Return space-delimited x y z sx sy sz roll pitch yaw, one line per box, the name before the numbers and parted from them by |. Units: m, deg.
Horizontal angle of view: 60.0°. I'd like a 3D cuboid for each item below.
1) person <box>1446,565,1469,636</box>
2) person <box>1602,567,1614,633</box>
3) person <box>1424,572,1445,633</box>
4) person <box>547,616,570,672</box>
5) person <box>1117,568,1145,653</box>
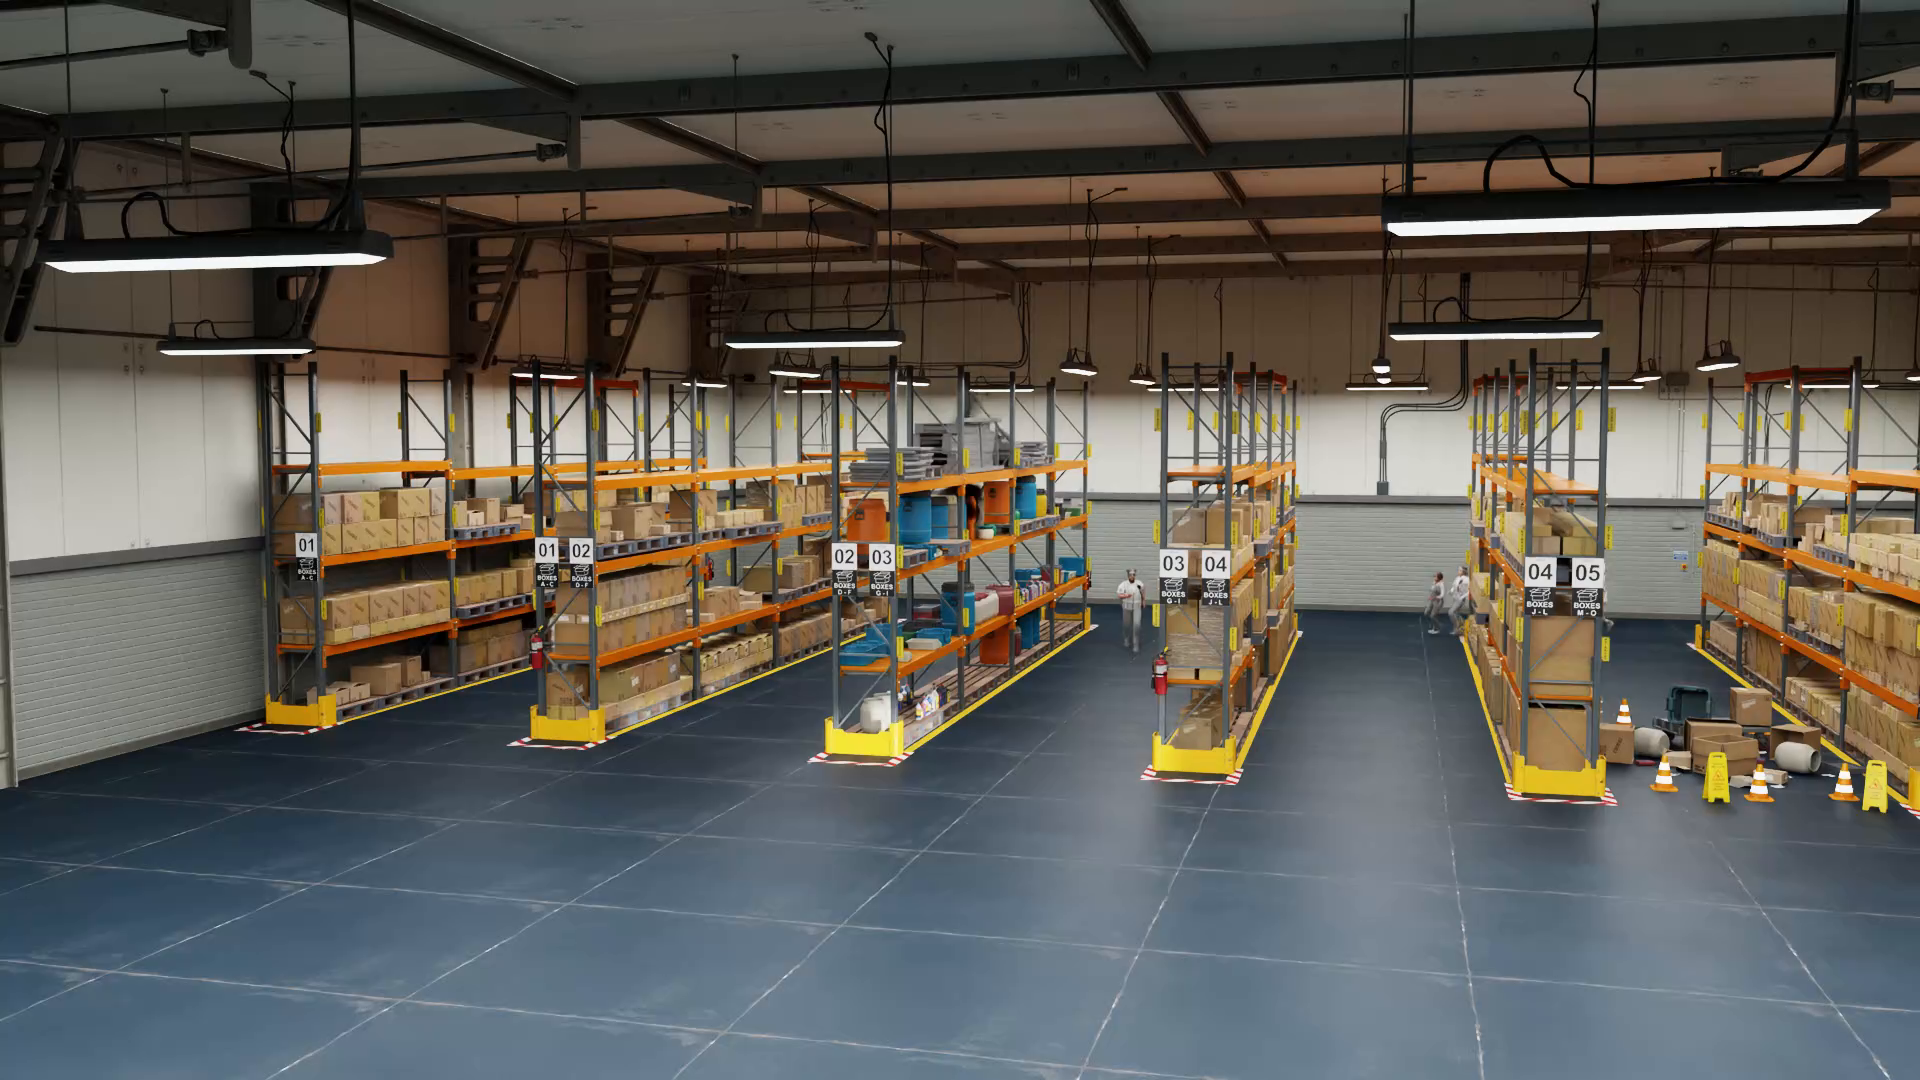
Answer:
person | 11.724 1.426 39.110 0.532 1.693 0.684 0 4 -7
person | 14.894 1.425 38.662 0.642 1.751 0.661 1 4 18
person | 11.209 1.486 39.221 0.503 1.518 0.668 -1 4 -17
person | -7.329 1.986 30.586 0.679 1.749 0.534 0 4 5
person | 3.778 1.523 36.712 0.636 1.820 0.907 0 4 0
